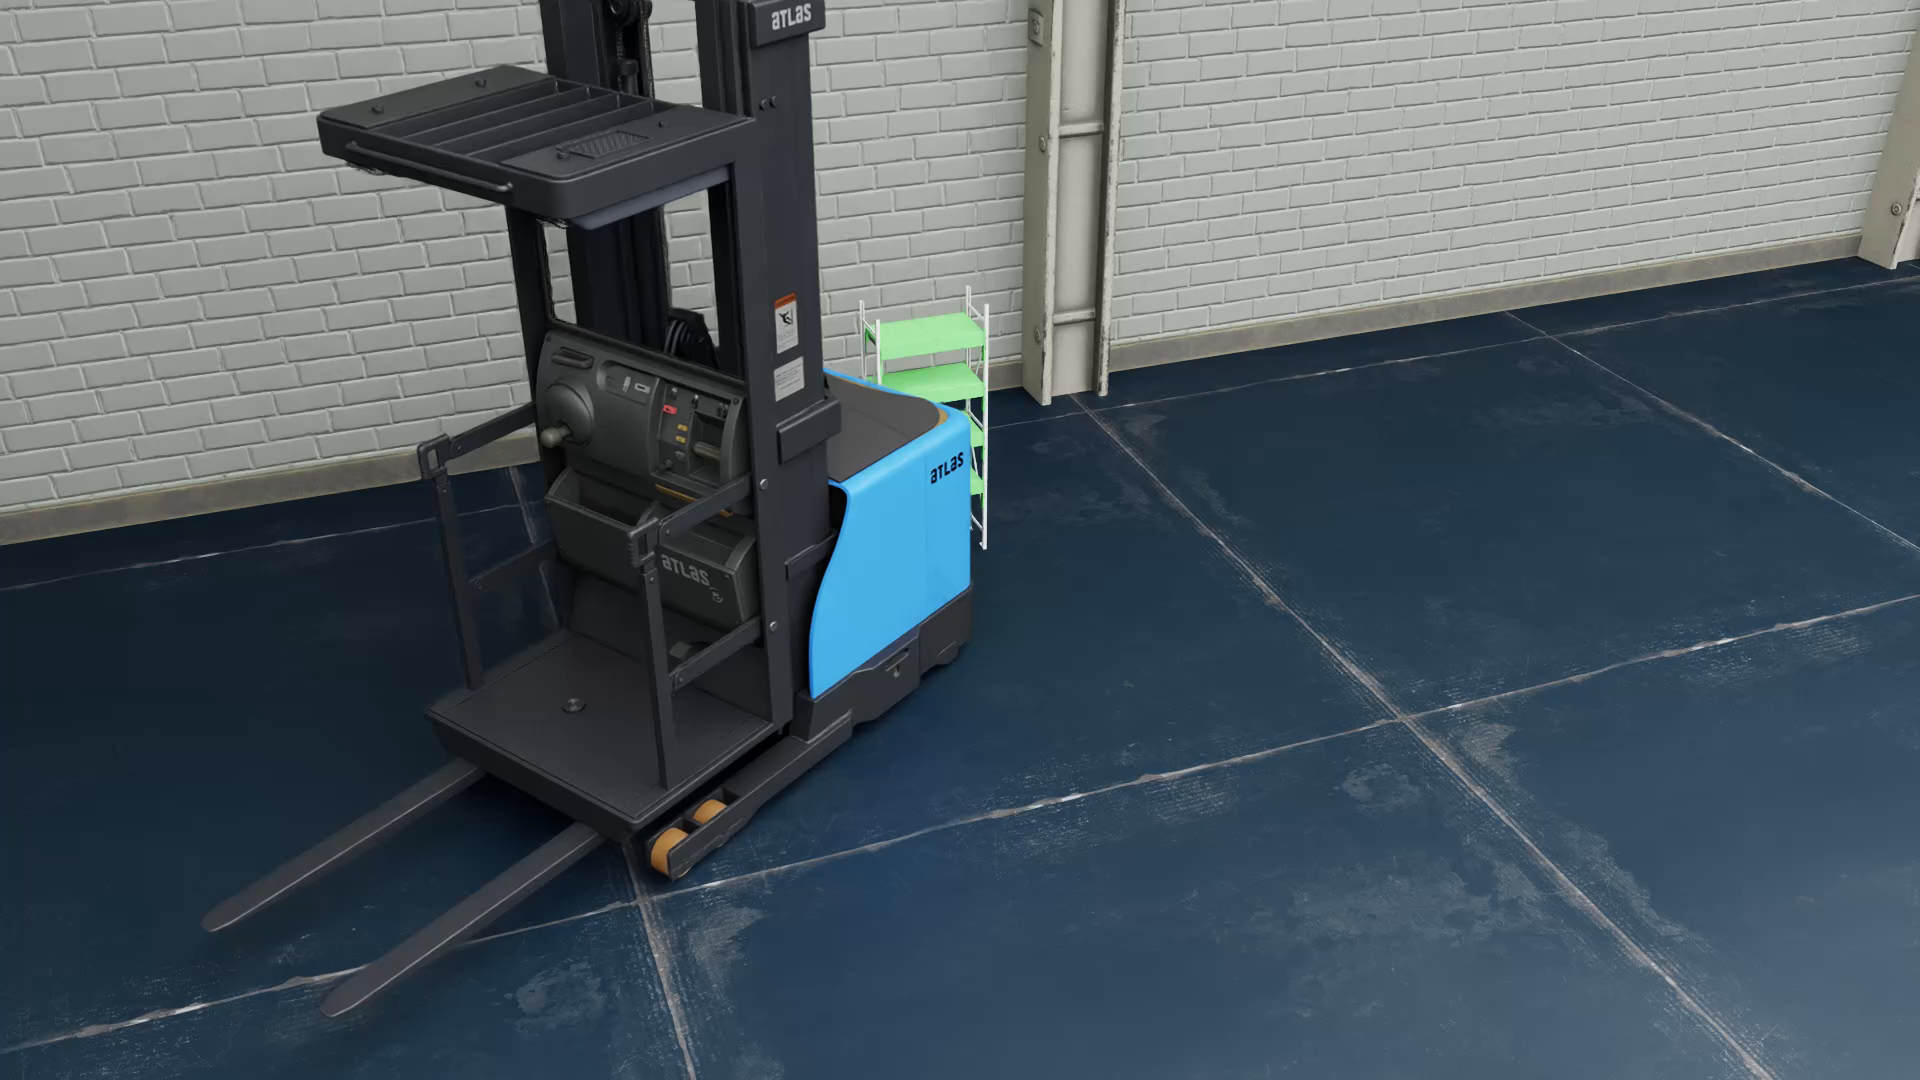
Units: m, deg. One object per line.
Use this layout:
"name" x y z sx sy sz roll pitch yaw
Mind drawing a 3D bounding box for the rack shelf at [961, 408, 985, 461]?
"rack shelf" -0.155 -0.437 7.434 0.480 0.148 0.258 -10 31 -18

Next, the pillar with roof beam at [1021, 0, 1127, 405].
"pillar with roof beam" 2.077 -2.749 3.484 0.400 9.000 9.100 -10 31 -18

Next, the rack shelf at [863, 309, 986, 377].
"rack shelf" -0.155 -0.854 7.197 0.480 0.148 0.258 -10 31 -18

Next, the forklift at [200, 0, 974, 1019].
"forklift" -1.216 -0.387 5.469 1.130 2.935 3.031 20 35 31

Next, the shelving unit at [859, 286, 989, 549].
"shelving unit" -0.155 -0.493 7.403 0.503 1.200 0.258 -10 31 -18

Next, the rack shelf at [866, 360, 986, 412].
"rack shelf" -0.155 -0.646 7.316 0.480 0.148 0.258 -10 31 -18

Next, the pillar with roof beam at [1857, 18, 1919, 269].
"pillar with roof beam" 7.701 -3.785 5.302 0.400 9.000 9.100 -10 31 -18

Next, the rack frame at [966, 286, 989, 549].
"rack frame" 0.074 -0.535 7.477 0.015 1.200 0.240 -10 31 -18

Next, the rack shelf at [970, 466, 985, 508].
"rack shelf" -0.155 -0.229 7.553 0.480 0.148 0.258 -10 31 -18

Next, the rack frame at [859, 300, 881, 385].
"rack frame" -0.384 -0.451 7.329 0.015 1.200 0.240 -10 31 -18
